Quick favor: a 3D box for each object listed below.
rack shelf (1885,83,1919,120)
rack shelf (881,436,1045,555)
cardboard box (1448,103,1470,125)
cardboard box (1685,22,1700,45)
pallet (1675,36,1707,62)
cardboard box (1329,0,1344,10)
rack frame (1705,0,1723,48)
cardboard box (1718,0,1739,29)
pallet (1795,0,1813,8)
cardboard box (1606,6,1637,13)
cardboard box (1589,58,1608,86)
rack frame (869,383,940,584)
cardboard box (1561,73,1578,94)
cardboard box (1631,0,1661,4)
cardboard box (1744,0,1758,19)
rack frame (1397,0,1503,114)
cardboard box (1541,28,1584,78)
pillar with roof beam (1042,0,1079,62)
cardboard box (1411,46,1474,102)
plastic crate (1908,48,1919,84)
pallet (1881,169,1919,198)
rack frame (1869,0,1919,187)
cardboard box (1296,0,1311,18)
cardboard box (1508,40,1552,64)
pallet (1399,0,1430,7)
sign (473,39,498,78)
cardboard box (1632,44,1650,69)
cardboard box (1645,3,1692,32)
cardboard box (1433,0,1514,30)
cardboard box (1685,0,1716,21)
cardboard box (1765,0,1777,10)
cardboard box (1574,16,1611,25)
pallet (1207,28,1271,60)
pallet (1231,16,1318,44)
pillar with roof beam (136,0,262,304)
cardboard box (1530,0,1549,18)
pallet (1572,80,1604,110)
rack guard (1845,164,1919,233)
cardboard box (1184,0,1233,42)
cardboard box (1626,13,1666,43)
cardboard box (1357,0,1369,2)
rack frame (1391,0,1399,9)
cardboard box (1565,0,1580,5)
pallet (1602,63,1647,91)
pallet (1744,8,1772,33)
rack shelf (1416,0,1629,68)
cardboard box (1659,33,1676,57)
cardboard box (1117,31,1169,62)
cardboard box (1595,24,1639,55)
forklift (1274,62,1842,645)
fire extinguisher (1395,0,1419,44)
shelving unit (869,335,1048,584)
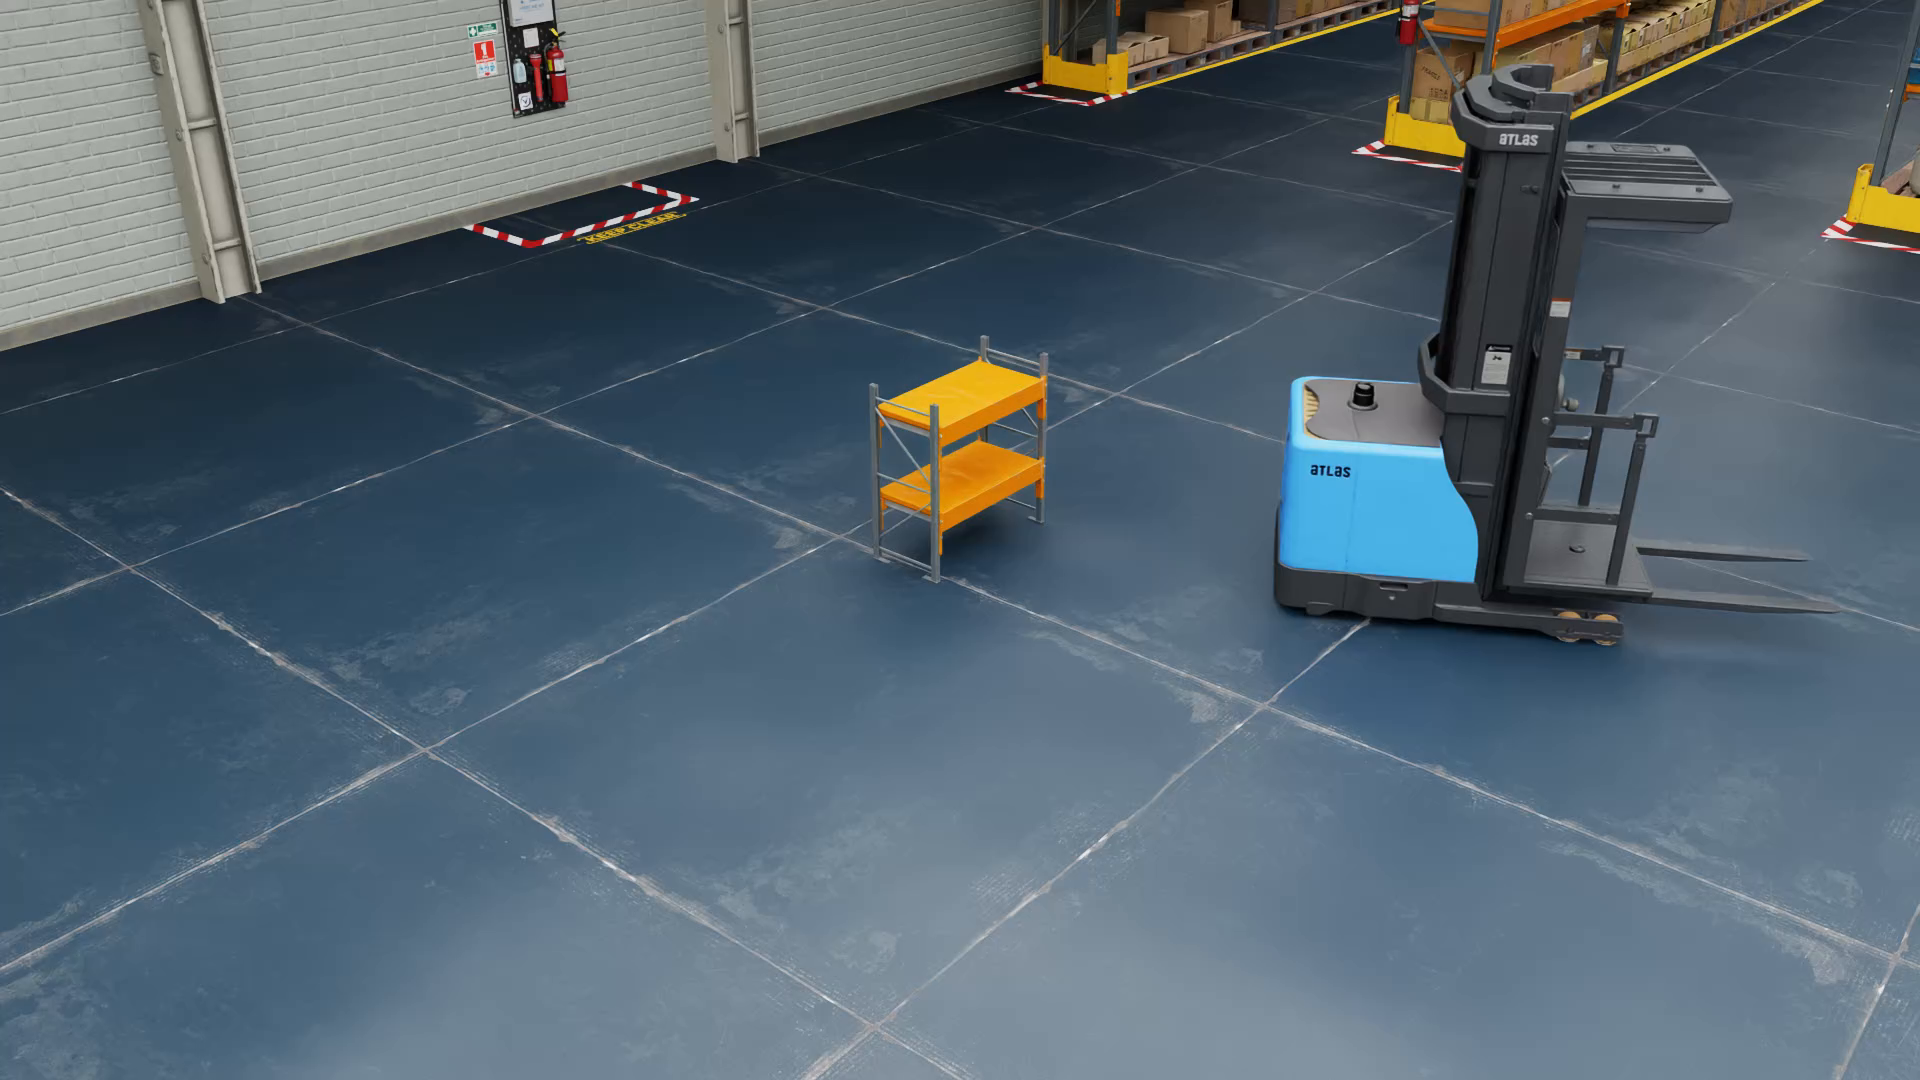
[{"bbox_3d":[10.486,-4.702,16.858,1.077,0.370,4.000,21,34,34],"label":"rack shelf"},{"bbox_3d":[0.004,-0.285,10.109,0.538,0.278,1.000,21,34,34],"label":"rack shelf"},{"bbox_3d":[5.907,-4.852,18.900,0.500,0.250,0.500,21,34,34],"label":"cardboard box"},{"bbox_3d":[10.011,-7.122,23.288,0.500,0.250,0.500,20,34,34],"label":"cardboard box"},{"bbox_3d":[9.929,-7.079,23.704,1.003,0.211,1.213,21,34,34],"label":"pallet"},{"bbox_3d":[5.529,-8.526,25.708,0.700,0.500,0.500,21,34,34],"label":"cardboard box"},{"bbox_3d":[10.483,-8.598,23.606,1.000,3.000,0.127,21,34,34],"label":"rack frame"},{"bbox_3d":[10.993,-7.761,24.230,0.500,0.500,0.500,22,35,36],"label":"cardboard box"},{"bbox_3d":[13.465,-9.021,27.458,1.003,0.211,1.213,21,34,34],"label":"pallet"},{"bbox_3d":[8.943,-7.161,22.754,0.500,0.311,0.500,20,34,34],"label":"cardboard box"},{"bbox_3d":[7.812,-5.917,20.958,0.500,0.250,0.500,21,34,34],"label":"cardboard box"},{"bbox_3d":[-0.319,-0.322,9.648,0.500,1.125,0.032,21,34,34],"label":"rack frame"},{"bbox_3d":[7.180,-5.561,20.270,0.500,0.250,0.500,21,34,34],"label":"cardboard box"},{"bbox_3d":[9.596,-7.524,23.454,0.500,0.311,0.500,20,33,33],"label":"cardboard box"},{"bbox_3d":[11.645,-8.125,24.933,0.500,0.500,0.500,20,34,34],"label":"cardboard box"},{"bbox_3d":[5.394,-5.762,18.123,1.000,3.000,0.127,21,34,34],"label":"rack frame"},{"bbox_3d":[7.170,-5.898,20.105,0.500,0.500,0.500,21,34,34],"label":"cardboard box"},{"bbox_3d":[4.669,-9.116,18.077,9.100,9.000,0.400,21,34,34],"label":"pillar with roof beam"},{"bbox_3d":[5.506,-5.337,19.022,0.500,0.500,0.500,21,34,34],"label":"cardboard box"},{"bbox_3d":[9.302,-4.512,15.868,0.499,0.251,0.616,21,34,34],"label":"plastic crate"},{"bbox_3d":[9.747,-3.401,16.595,1.003,0.211,1.213,21,34,34],"label":"pallet"},{"bbox_3d":[9.214,-4.313,15.322,1.000,3.000,0.127,21,34,34],"label":"rack frame"},{"bbox_3d":[4.859,-8.175,25.030,0.700,0.500,0.500,20,33,33],"label":"cardboard box"},{"bbox_3d":[6.532,-5.544,19.422,0.500,0.500,0.500,21,34,34],"label":"cardboard box"},{"bbox_3d":[7.218,-9.064,27.540,1.003,0.211,1.213,21,34,34],"label":"pallet"},{"bbox_3d":[-4.502,-4.567,15.774,0.001,0.329,0.234,21,34,34],"label":"sign"},{"bbox_3d":[8.713,-6.397,21.886,0.500,0.250,0.500,22,34,36],"label":"cardboard box"},{"bbox_3d":[9.691,-7.190,22.810,0.500,0.311,0.500,20,34,34],"label":"cardboard box"},{"bbox_3d":[5.701,-5.968,18.413,0.700,0.500,0.500,21,34,34],"label":"cardboard box"},{"bbox_3d":[10.340,-7.555,23.514,0.500,0.311,0.500,22,34,36],"label":"cardboard box"},{"bbox_3d":[12.294,-8.492,25.643,0.500,0.500,0.500,21,34,35],"label":"cardboard box"},{"bbox_3d":[8.301,-6.808,22.071,0.500,0.311,0.500,22,34,36],"label":"cardboard box"},{"bbox_3d":[3.714,-7.139,23.821,1.003,0.211,1.213,21,34,34],"label":"pallet"},{"bbox_3d":[4.608,-7.664,24.836,1.003,0.211,1.213,21,34,34],"label":"pallet"},{"bbox_3d":[-2.964,-4.861,9.853,9.100,9.000,0.400,21,34,34],"label":"pillar with roof beam"},{"bbox_3d":[6.352,-6.330,19.112,0.700,0.500,0.500,21,34,35],"label":"cardboard box"},{"bbox_3d":[7.401,-5.672,20.984,1.003,0.211,1.213,21,34,34],"label":"pallet"},{"bbox_3d":[9.226,-3.243,15.975,1.175,0.500,0.348,21,34,34],"label":"rack guard"},{"bbox_3d":[3.485,-7.332,23.400,0.500,0.500,0.500,18,32,31],"label":"cardboard box"},{"bbox_3d":[9.045,-6.828,22.109,0.500,0.311,0.500,19,33,33],"label":"cardboard box"},{"bbox_3d":[6.240,-8.859,26.352,0.700,0.500,0.500,21,34,35],"label":"cardboard box"},{"bbox_3d":[6.658,-10.045,26.402,1.000,3.000,0.127,21,34,34],"label":"rack frame"},{"bbox_3d":[7.009,-6.700,19.827,0.700,0.500,0.500,21,34,35],"label":"cardboard box"},{"bbox_3d":[8.377,-6.214,22.032,1.003,0.211,1.213,21,34,34],"label":"pallet"},{"bbox_3d":[11.763,-8.044,25.569,1.003,0.211,1.213,21,34,34],"label":"pallet"},{"bbox_3d":[6.667,-6.151,19.659,1.077,0.370,4.000,21,34,34],"label":"rack shelf"},{"bbox_3d":[9.364,-6.761,22.590,0.500,0.250,0.500,22,34,35],"label":"cardboard box"},{"bbox_3d":[2.442,-6.630,22.250,0.500,0.311,0.500,24,36,38],"label":"cardboard box"},{"bbox_3d":[8.394,-6.468,21.413,0.500,0.311,0.500,21,34,35],"label":"cardboard box"},{"bbox_3d":[3.353,-0.988,8.970,3.031,2.935,1.130,5,28,9],"label":"forklift"},{"bbox_3d":[4.961,-5.821,18.322,0.296,0.674,0.183,21,34,34],"label":"fire extinguisher"},{"bbox_3d":[0.004,-0.502,9.996,0.538,1.125,1.048,21,34,34],"label":"shelving unit"}]
